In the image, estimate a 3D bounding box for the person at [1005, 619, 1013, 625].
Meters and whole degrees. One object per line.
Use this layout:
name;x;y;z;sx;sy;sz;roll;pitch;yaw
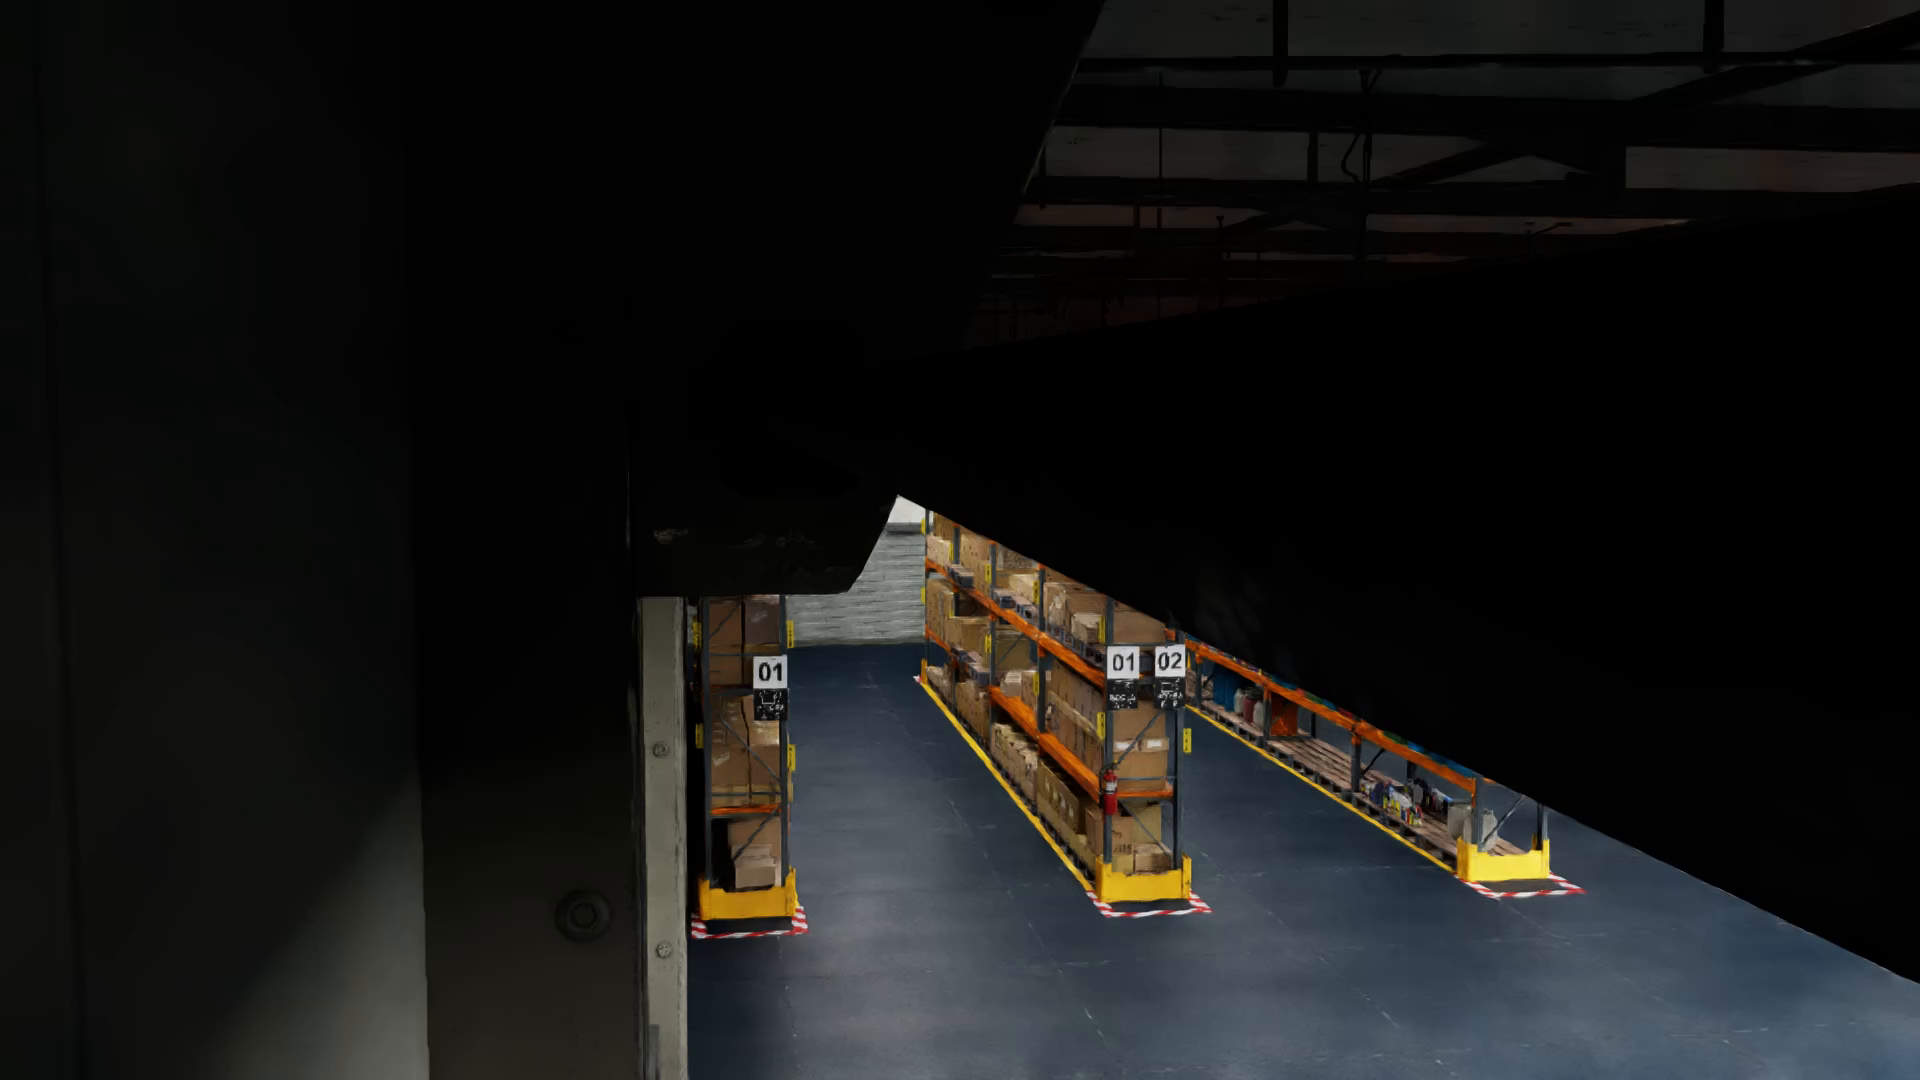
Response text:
person;1.107;1.887;41.586;0.454;1.591;0.597;4;6;36
